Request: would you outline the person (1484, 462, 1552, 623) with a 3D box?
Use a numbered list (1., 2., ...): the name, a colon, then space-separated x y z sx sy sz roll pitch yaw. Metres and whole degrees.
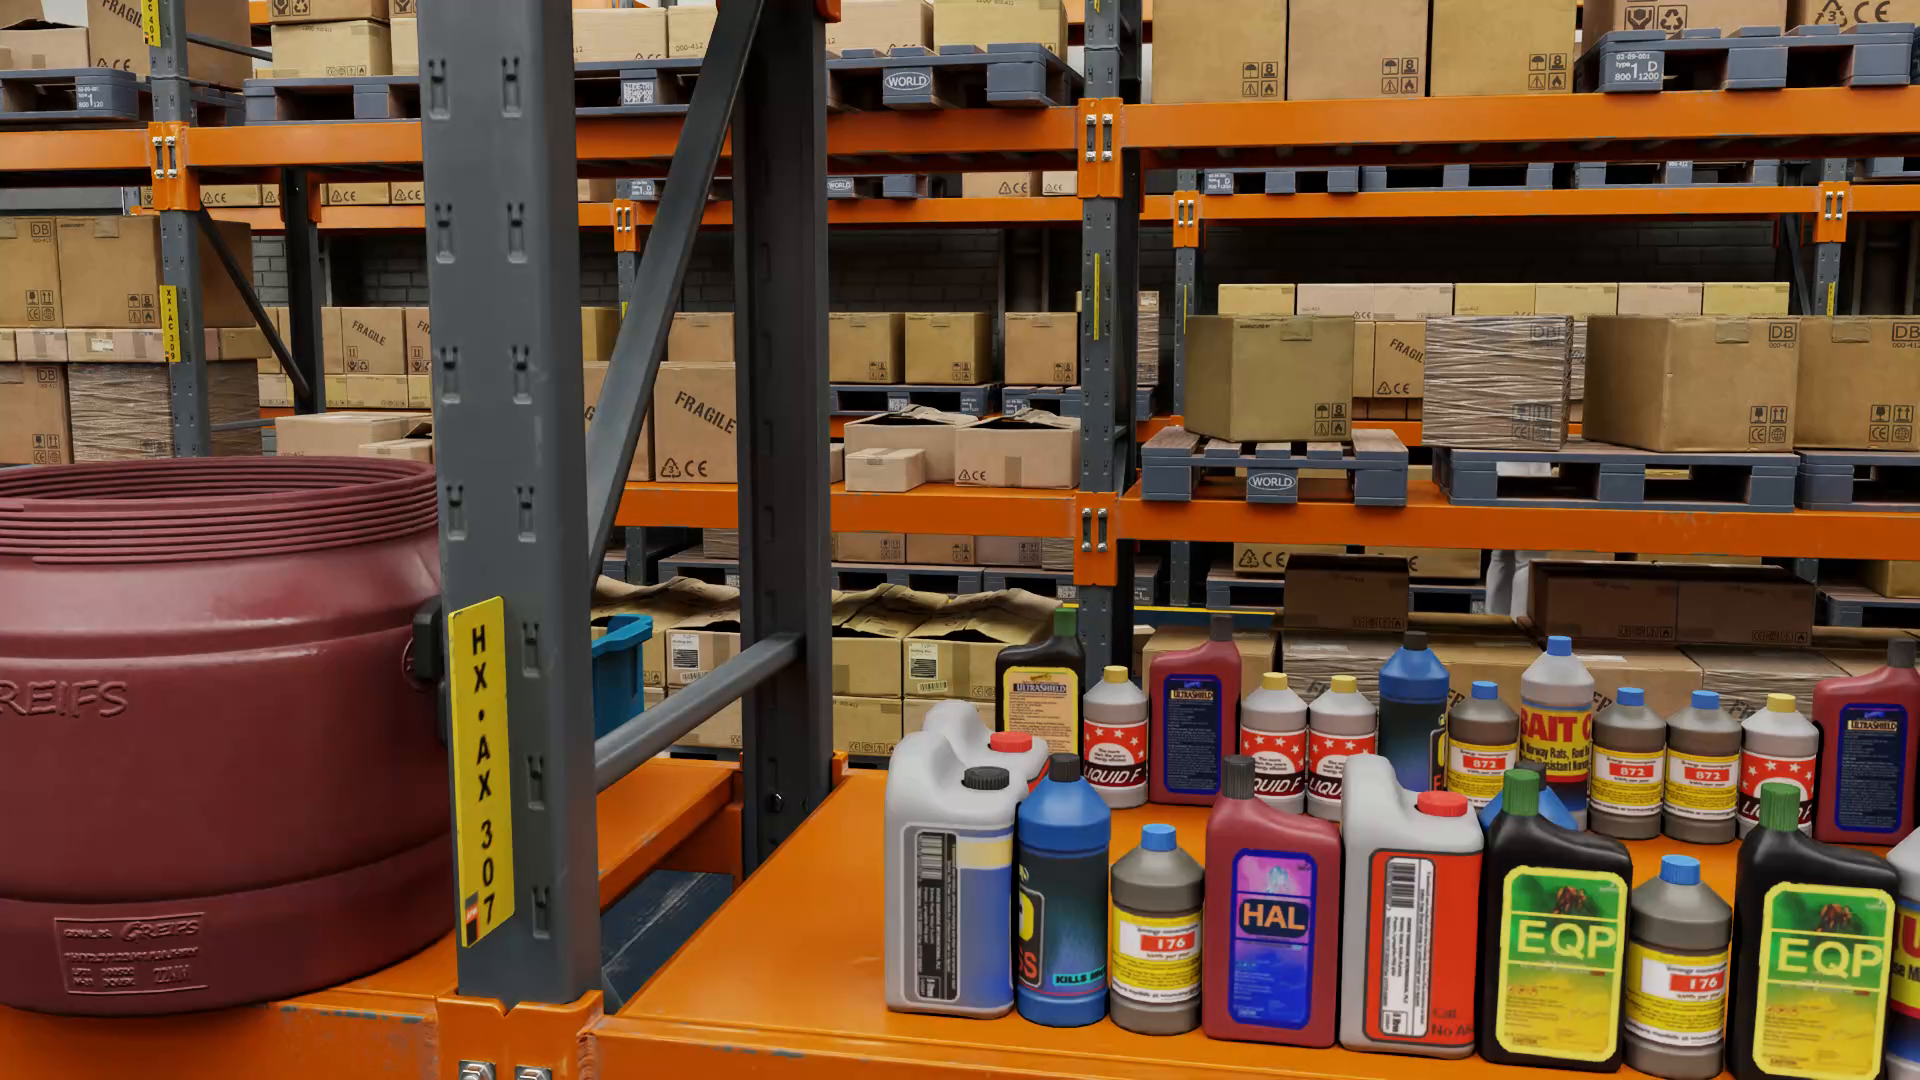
1. person: 3.395 -0.222 10.015 0.400 1.808 0.582 -3 9 -23
